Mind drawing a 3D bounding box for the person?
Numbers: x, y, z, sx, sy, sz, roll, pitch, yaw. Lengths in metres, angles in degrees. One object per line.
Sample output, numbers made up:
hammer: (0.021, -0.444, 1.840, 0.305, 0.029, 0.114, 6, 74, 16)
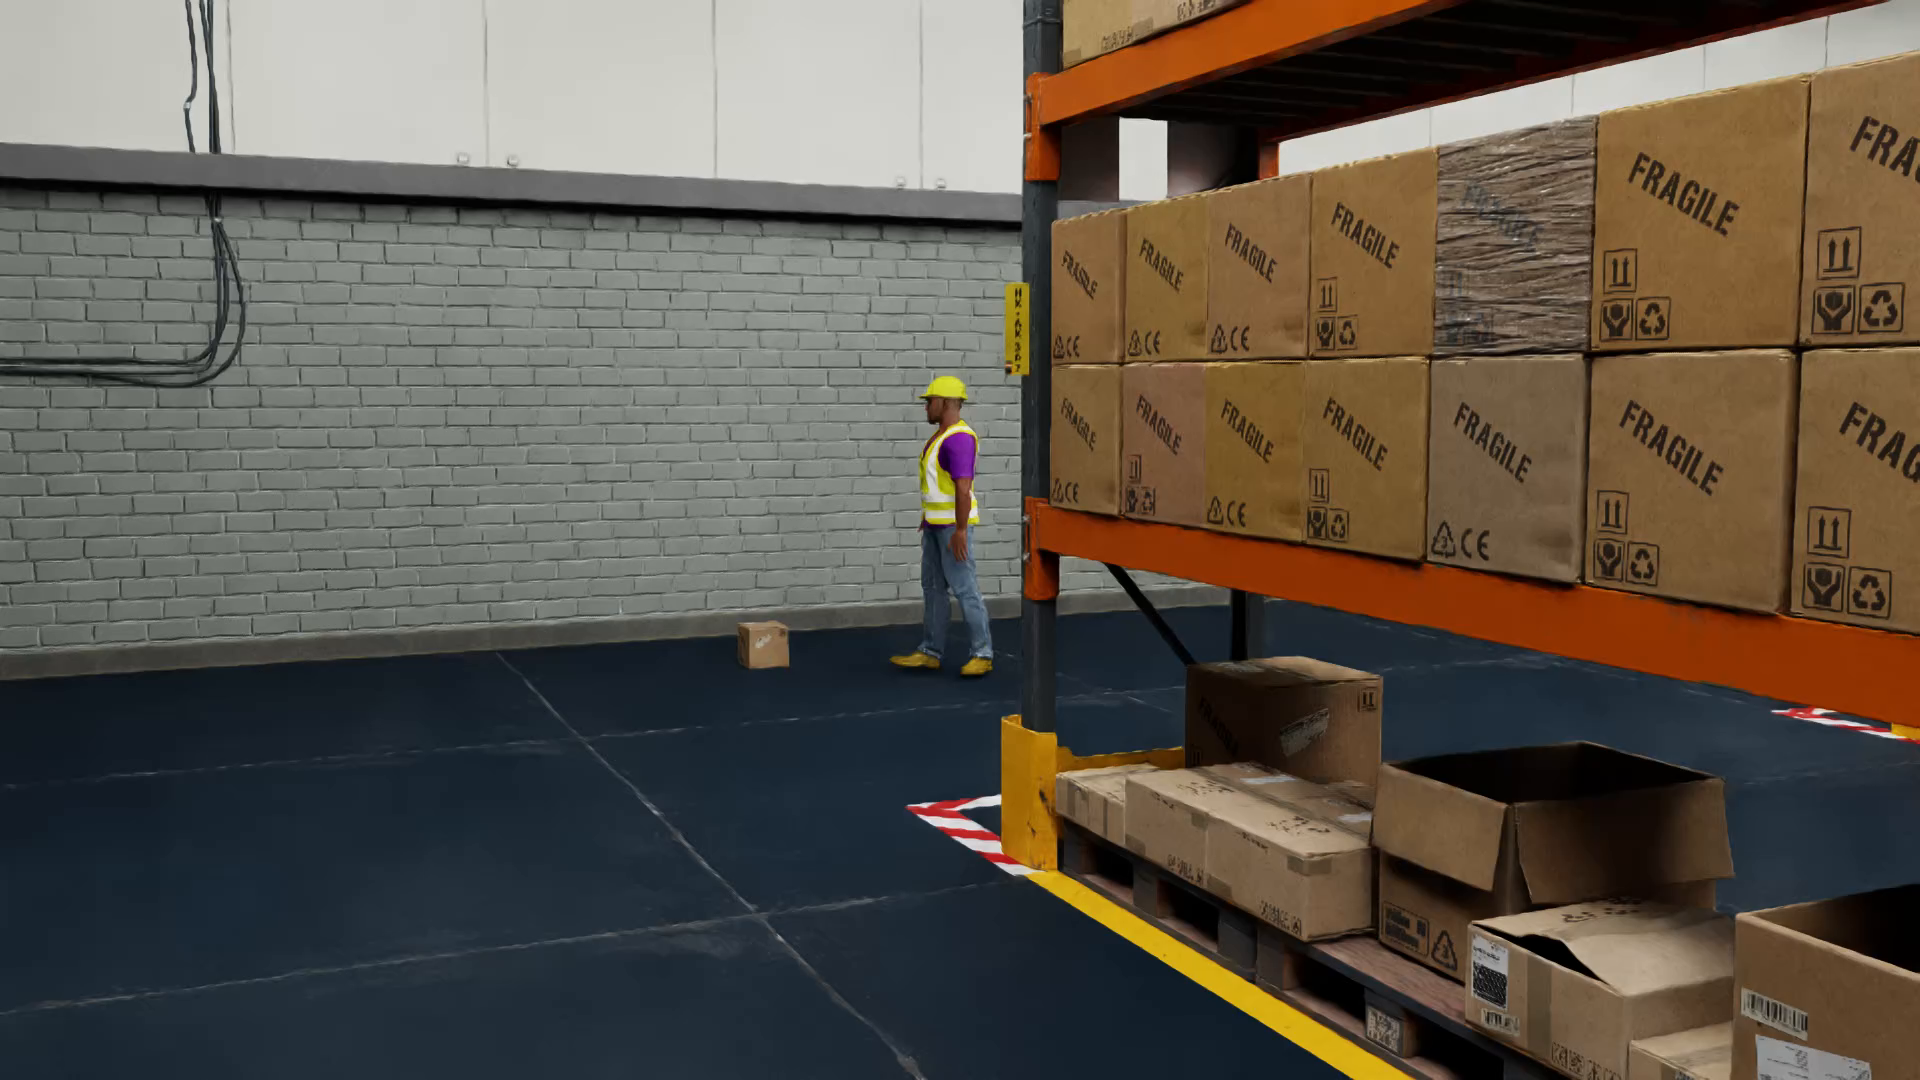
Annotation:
person: (-0.117, -0.092, 9.972, 0.574, 1.768, 0.729, -1, 6, -14)
